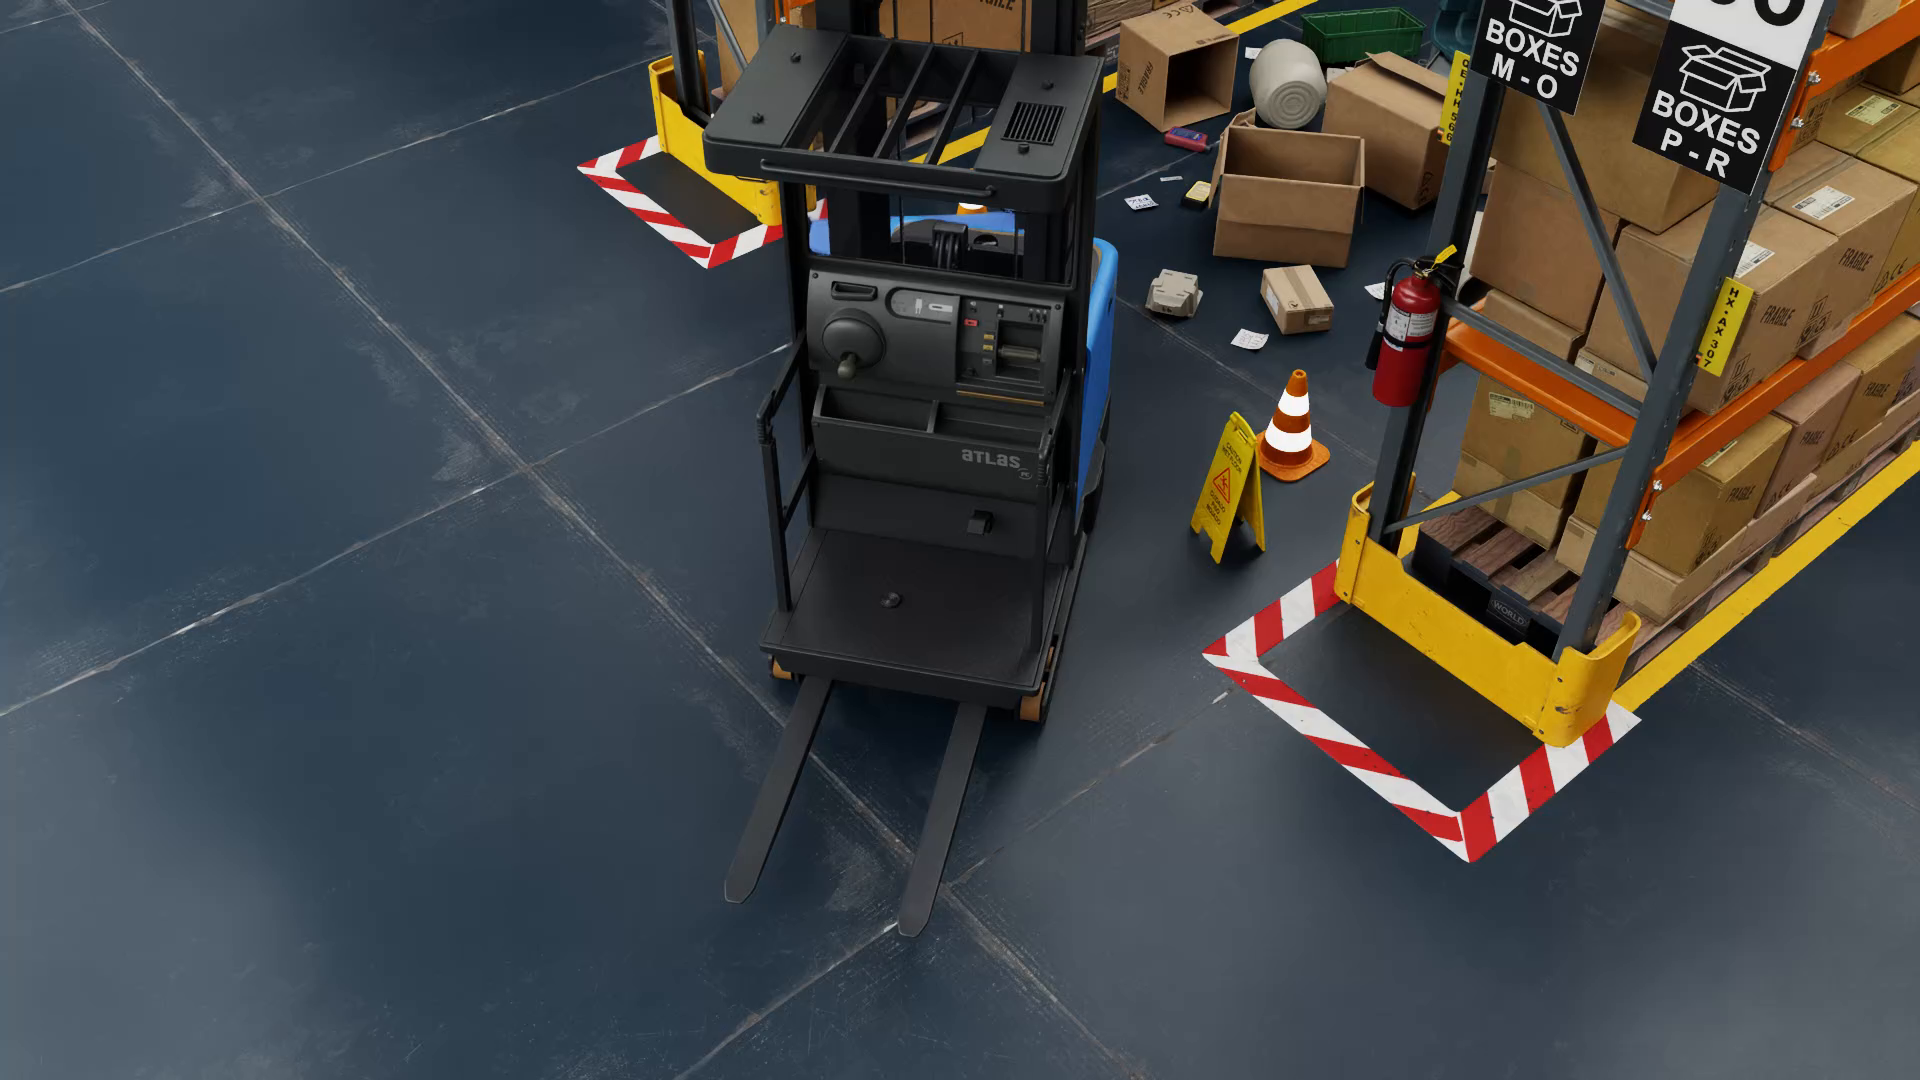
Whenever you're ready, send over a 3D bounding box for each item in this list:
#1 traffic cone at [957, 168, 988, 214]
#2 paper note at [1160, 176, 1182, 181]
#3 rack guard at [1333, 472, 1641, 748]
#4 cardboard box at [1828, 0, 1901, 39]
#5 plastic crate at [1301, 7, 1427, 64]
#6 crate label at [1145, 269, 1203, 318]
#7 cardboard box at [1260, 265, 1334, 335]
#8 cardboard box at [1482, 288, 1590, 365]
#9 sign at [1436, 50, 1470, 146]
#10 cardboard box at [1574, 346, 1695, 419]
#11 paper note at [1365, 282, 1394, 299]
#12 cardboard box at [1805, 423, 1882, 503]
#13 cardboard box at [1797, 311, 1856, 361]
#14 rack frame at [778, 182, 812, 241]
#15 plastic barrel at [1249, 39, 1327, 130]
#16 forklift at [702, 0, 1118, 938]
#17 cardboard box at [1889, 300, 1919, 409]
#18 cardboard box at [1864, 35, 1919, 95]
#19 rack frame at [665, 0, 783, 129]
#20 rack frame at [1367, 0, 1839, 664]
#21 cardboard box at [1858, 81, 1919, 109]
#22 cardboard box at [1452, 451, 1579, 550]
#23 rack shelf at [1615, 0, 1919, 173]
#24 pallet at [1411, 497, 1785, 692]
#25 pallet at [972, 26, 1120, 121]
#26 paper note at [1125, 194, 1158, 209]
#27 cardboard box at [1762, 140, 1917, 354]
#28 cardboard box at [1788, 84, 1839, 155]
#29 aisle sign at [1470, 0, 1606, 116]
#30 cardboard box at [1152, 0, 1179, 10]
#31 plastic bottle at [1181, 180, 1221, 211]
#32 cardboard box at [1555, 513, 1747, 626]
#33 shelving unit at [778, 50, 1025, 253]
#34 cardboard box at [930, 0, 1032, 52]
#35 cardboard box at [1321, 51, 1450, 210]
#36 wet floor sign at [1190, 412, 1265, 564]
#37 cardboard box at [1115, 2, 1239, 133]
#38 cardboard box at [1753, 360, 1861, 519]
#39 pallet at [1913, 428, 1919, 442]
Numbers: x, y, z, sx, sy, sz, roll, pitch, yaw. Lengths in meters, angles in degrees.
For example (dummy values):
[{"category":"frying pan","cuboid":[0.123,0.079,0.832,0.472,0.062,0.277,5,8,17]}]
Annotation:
[{"category":"traffic cone","cuboid":[0.065,-1.743,8.767,0.334,0.463,0.336,-30,51,-28]},{"category":"paper note","cuboid":[1.198,-2.048,9.423,0.123,0.001,0.032,-7,44,-7]},{"category":"rack guard","cuboid":[2.058,0.253,6.615,0.348,0.500,1.175,-30,51,-28]},{"category":"cardboard box","cuboid":[2.463,-1.602,4.757,0.250,0.149,0.380,-30,51,-28]},{"category":"plastic crate","cuboid":[2.522,-3.168,10.444,0.662,0.188,0.450,-7,34,-7]},{"category":"crate label","cuboid":[1.092,-1.259,8.491,0.250,0.136,0.298,14,45,15]},{"category":"cardboard box","cuboid":[1.709,-1.222,8.442,0.250,0.149,0.380,-7,44,-7]},{"category":"cardboard box","cuboid":[2.150,-0.810,6.105,0.250,0.149,0.380,-28,50,-27]},{"category":"sign","cuboid":[1.659,-1.462,5.539,0.005,0.325,0.100,-30,51,-28]},{"category":"cardboard box","cuboid":[2.393,-0.574,5.853,0.250,0.149,0.380,-30,51,-28]},{"category":"paper note","cuboid":[2.196,-1.293,8.613,0.142,0.019,0.148,-14,45,-14]},{"category":"cardboard box","cuboid":[3.603,-0.451,7.241,0.500,0.250,0.500,-26,49,-25]},{"category":"cardboard box","cuboid":[3.057,-0.853,6.151,0.250,0.149,0.380,-29,50,-27]},{"category":"rack frame","cuboid":[-0.736,-1.410,7.630,0.032,1.500,0.500,-1,47,3]},{"category":"plastic barrel","cuboid":[1.929,-2.694,9.809,0.421,0.421,0.512,0,43,0]},{"category":"forklift","cuboid":[-0.138,-0.647,5.798,1.130,2.935,3.031,9,44,9]},{"category":"cardboard box","cuboid":[4.007,-0.956,7.231,0.500,0.500,0.500,-27,50,-26]},{"category":"cardboard box","cuboid":[3.442,-2.116,6.291,0.500,0.500,0.700,-30,51,-28]},{"category":"rack frame","cuboid":[-1.254,-3.180,8.445,0.127,3.000,1.000,-30,51,-28]},{"category":"rack frame","cuboid":[2.000,-0.625,5.724,0.127,3.000,1.000,-30,51,-28]},{"category":"cardboard box","cuboid":[3.711,-1.513,6.380,0.500,0.500,0.500,-31,51,-29]},{"category":"cardboard box","cuboid":[2.466,-0.282,7.061,0.500,0.250,0.500,-30,51,-28]},{"category":"rack shelf","cuboid":[3.534,-2.334,5.879,4.000,0.370,1.077,-30,51,-28]},{"category":"pallet","cuboid":[2.704,0.020,7.074,1.213,0.211,1.003,-30,51,-28]},{"category":"pallet","cuboid":[0.245,-3.089,10.384,1.213,0.211,1.003,-30,51,-28]},{"category":"paper note","cuboid":[1.007,-1.876,9.226,0.142,0.017,0.144,-14,45,-14]},{"category":"cardboard box","cuboid":[2.936,-1.061,5.899,0.500,0.500,0.500,-28,50,-27]},{"category":"cardboard box","cuboid":[2.645,-1.691,5.839,0.500,0.500,0.700,-29,51,-28]},{"category":"aisle sign","cuboid":[1.766,-1.697,4.967,0.004,0.787,0.394,-30,51,-28]},{"category":"cardboard box","cuboid":[1.287,-4.076,10.644,0.875,0.875,0.875,-29,50,-27]},{"category":"plastic bottle","cuboid":[1.348,-1.937,9.267,0.133,0.061,0.283,22,47,21]},{"category":"cardboard box","cuboid":[2.796,0.015,6.744,0.500,0.250,0.500,-30,51,-28]},{"category":"shelving unit","cuboid":[-0.228,-1.418,7.604,1.048,1.500,0.538,-1,47,3]},{"category":"cardboard box","cuboid":[-0.102,-3.278,9.795,0.875,0.875,0.875,-31,51,-28]},{"category":"cardboard box","cuboid":[2.435,-2.280,9.211,0.503,0.637,0.797,-30,51,-28]},{"category":"wet floor sign","cuboid":[1.168,-0.245,7.040,0.232,0.644,0.267,-14,45,-14]},{"category":"cardboard box","cuboid":[1.282,-2.806,9.870,0.500,0.500,0.500,-21,47,-21]},{"category":"cardboard box","cuboid":[3.212,-0.501,6.746,0.500,0.500,0.500,-32,52,-29]},{"category":"pallet","cuboid":[4.576,-1.052,8.216,1.213,0.211,1.003,-30,51,-28]}]
